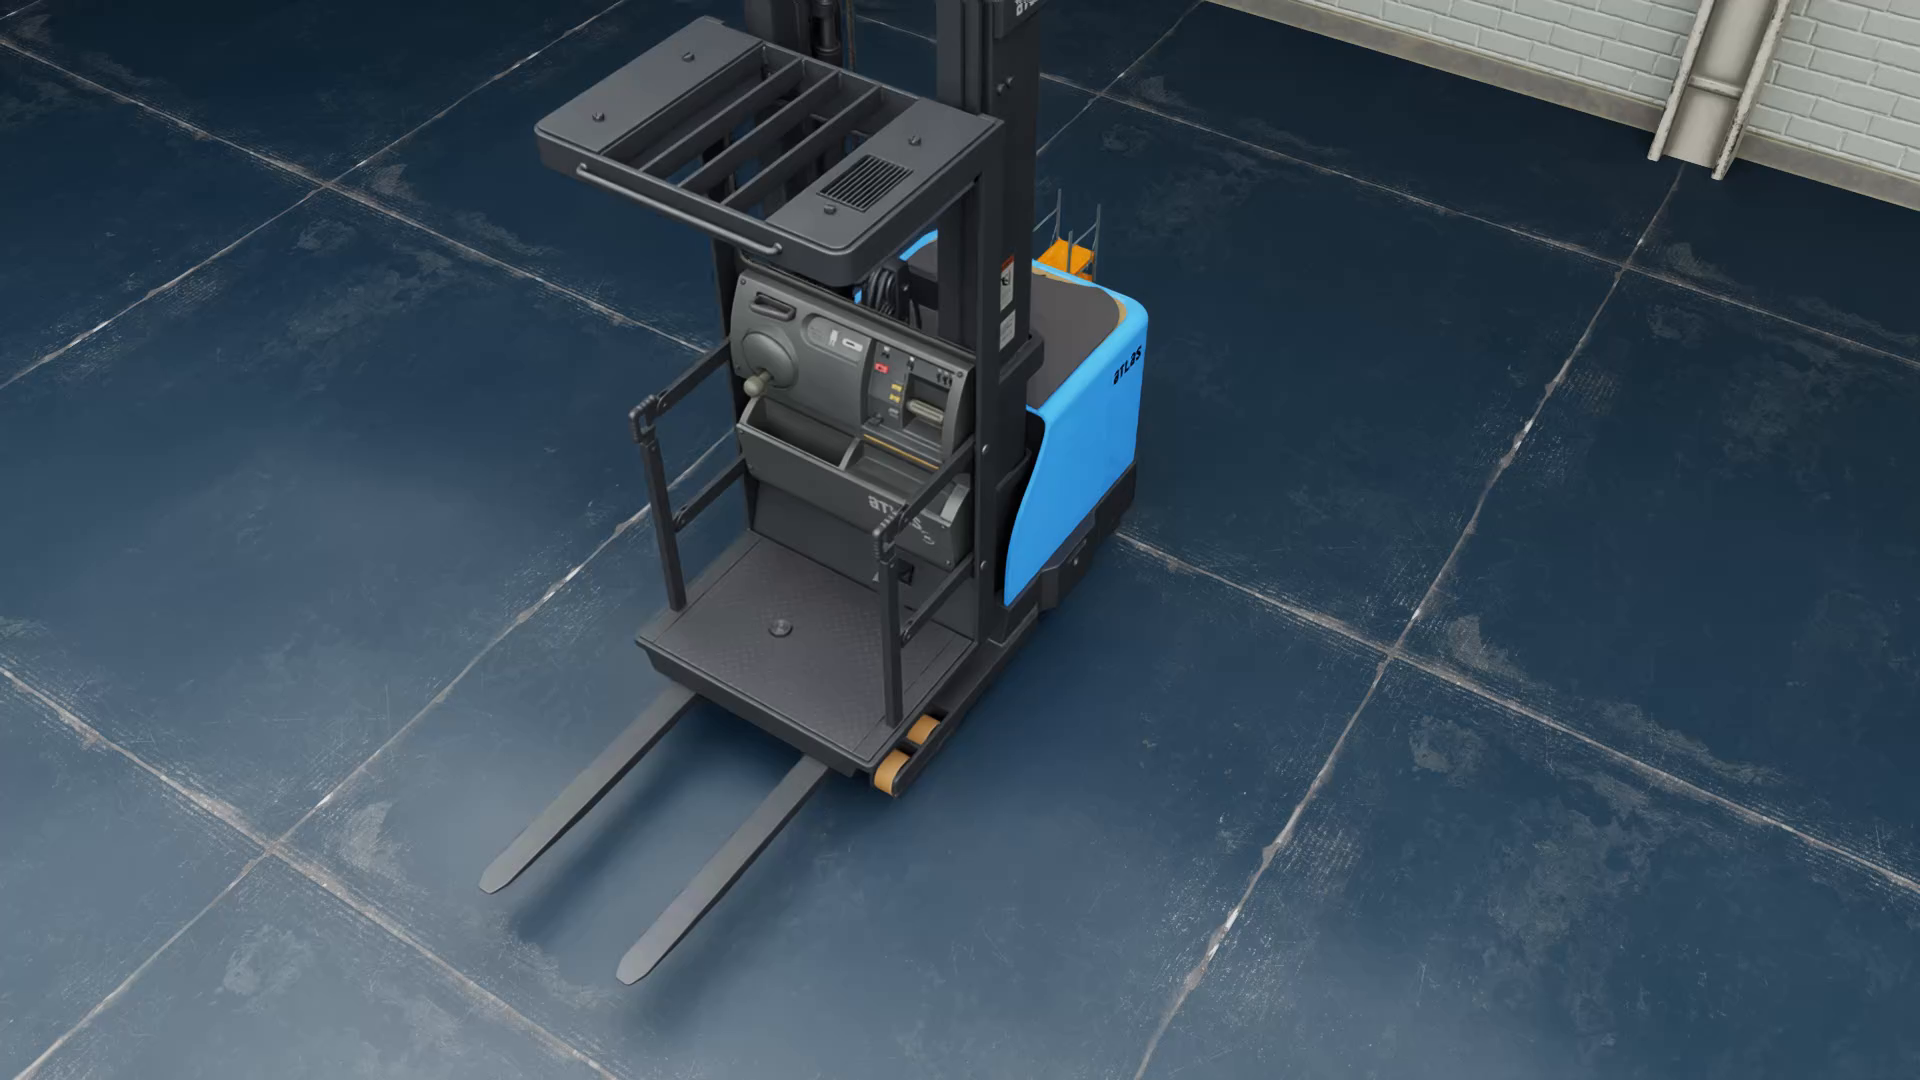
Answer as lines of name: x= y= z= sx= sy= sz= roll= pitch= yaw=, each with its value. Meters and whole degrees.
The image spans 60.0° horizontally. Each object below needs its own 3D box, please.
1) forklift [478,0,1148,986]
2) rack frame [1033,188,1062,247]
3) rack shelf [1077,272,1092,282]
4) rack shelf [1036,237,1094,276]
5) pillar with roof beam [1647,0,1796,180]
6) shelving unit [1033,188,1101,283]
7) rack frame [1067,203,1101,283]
forklift: x=-0.496 y=-0.485 z=5.400 sx=1.130 sy=2.935 sz=3.031 roll=25 pitch=51 yaw=23
rack frame: x=0.337 y=-0.918 z=7.026 sx=0.006 sy=1.200 sz=0.240 roll=25 pitch=51 yaw=23
rack shelf: x=0.414 y=-1.019 z=6.852 sx=0.180 sy=0.103 sz=0.258 roll=25 pitch=51 yaw=23
rack shelf: x=0.415 y=-1.103 z=6.766 sx=0.180 sy=0.103 sz=0.258 roll=25 pitch=51 yaw=23
pillar with roof beam: x=1.632 y=-2.614 z=3.237 sx=0.400 sy=9.000 sz=9.100 roll=25 pitch=51 yaw=22
shelving unit: x=0.414 y=-0.882 z=6.991 sx=0.189 sy=1.200 sz=0.258 roll=25 pitch=51 yaw=23
rack frame: x=0.490 y=-0.846 z=6.956 sx=0.006 sy=1.200 sz=0.240 roll=25 pitch=51 yaw=23
